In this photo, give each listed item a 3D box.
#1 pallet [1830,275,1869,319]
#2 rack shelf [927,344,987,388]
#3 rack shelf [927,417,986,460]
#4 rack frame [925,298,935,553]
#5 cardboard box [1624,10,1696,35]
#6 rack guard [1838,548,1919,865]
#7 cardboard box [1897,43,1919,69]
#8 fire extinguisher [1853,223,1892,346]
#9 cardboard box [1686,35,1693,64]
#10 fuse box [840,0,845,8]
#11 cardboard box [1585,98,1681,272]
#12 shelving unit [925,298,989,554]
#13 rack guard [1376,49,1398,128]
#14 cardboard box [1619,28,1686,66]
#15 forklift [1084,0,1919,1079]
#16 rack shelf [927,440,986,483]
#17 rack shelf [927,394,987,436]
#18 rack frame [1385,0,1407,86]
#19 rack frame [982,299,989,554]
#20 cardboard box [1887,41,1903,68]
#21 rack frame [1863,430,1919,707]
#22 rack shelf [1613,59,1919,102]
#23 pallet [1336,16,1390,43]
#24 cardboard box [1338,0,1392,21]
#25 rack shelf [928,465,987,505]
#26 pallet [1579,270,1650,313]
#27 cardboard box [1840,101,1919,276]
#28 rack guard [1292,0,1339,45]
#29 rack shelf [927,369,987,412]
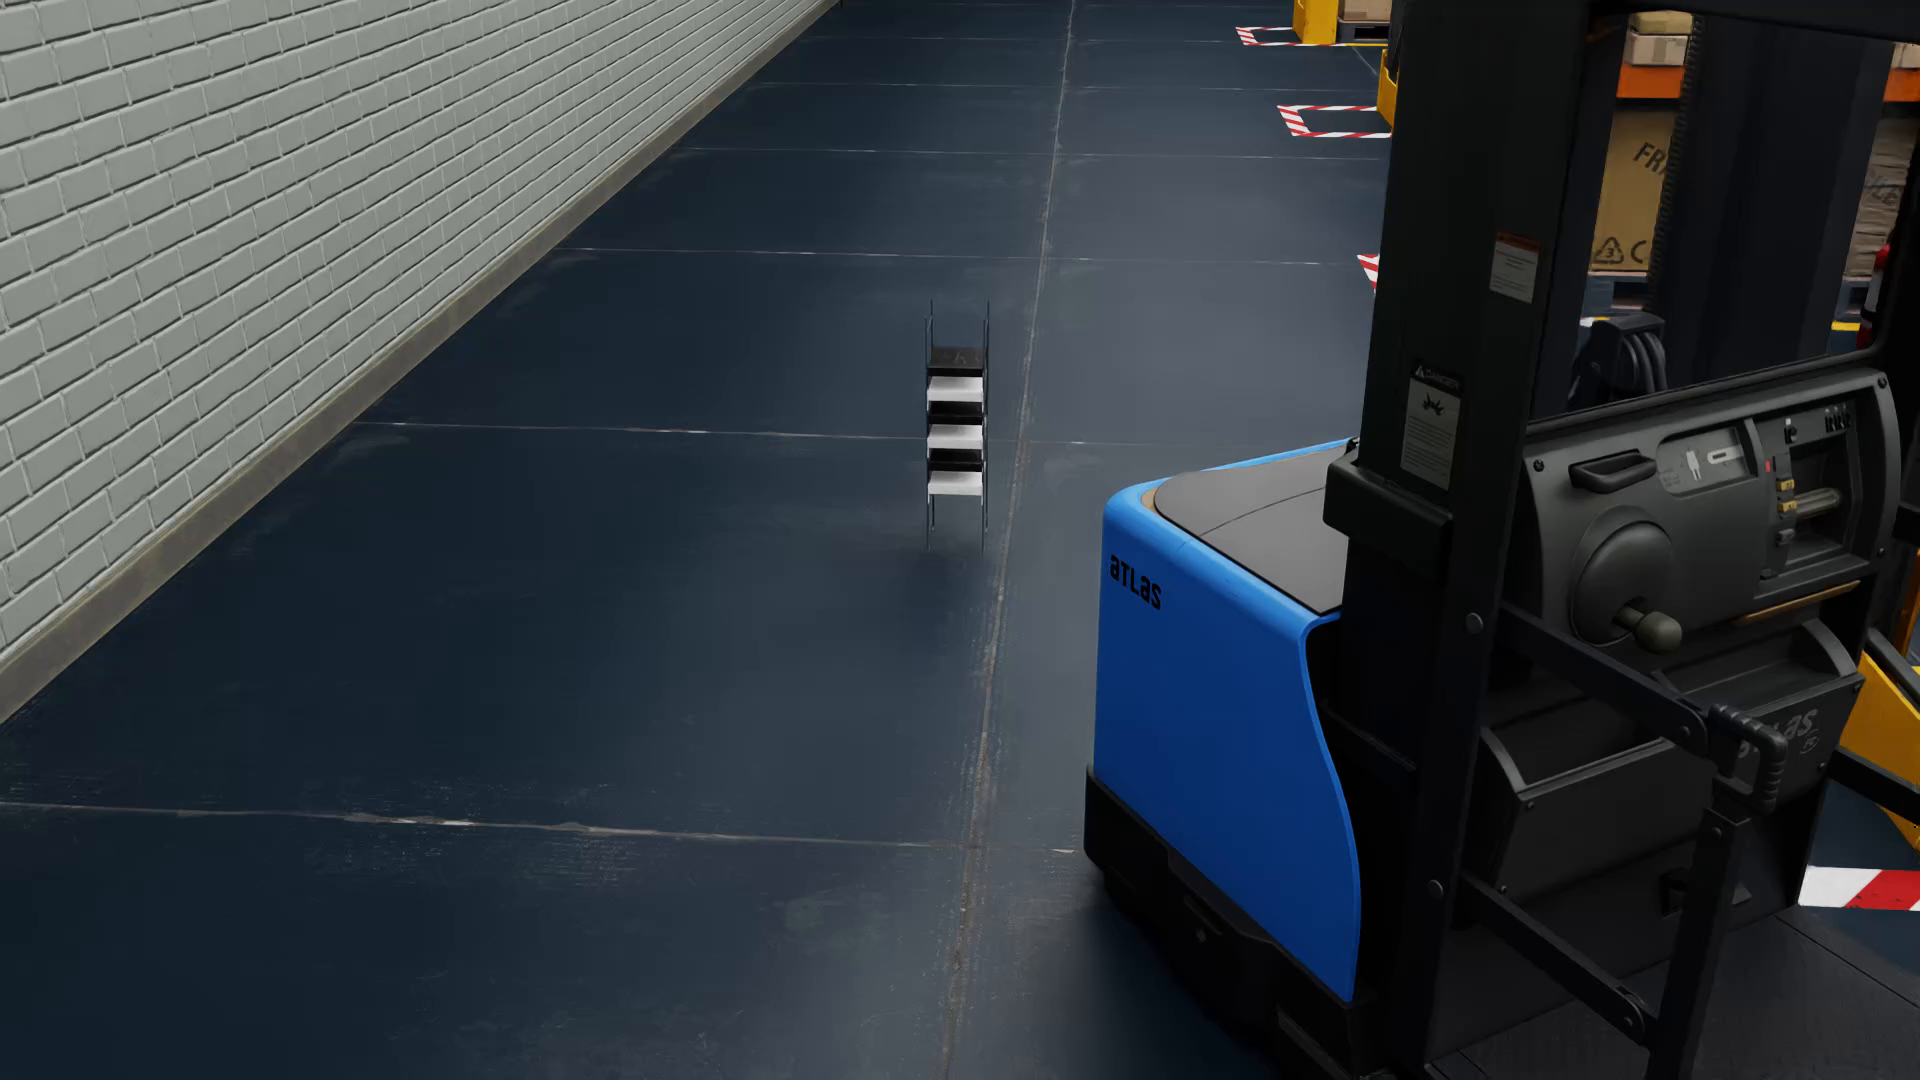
[{"bbox_3d":[5.161,-1.462,9.176,1.213,0.211,1.003,2,25,4],"label":"pallet"},{"bbox_3d":[-0.008,-0.624,5.964,0.200,0.077,0.258,2,25,4],"label":"rack shelf"},{"bbox_3d":[-0.008,-0.379,6.076,0.200,0.077,0.258,2,25,4],"label":"rack shelf"},{"bbox_3d":[-0.109,-0.412,6.070,0.006,0.900,0.240,2,25,4],"label":"rack frame"},{"bbox_3d":[3.602,-2.701,8.356,0.500,0.250,0.500,1,25,3],"label":"cardboard box"},{"bbox_3d":[2.740,0.442,4.691,0.348,0.500,1.175,2,25,4],"label":"rack guard"},{"bbox_3d":[4.755,-2.459,8.306,0.250,0.149,0.380,2,25,3],"label":"cardboard box"},{"bbox_3d":[2.649,-0.688,4.695,0.183,0.674,0.296,2,25,4],"label":"fire extinguisher"},{"bbox_3d":[3.729,-2.492,8.377,0.250,0.149,0.380,1,25,3],"label":"cardboard box"},{"bbox_3d":[-1.415,-7.349,20.174,0.414,1.711,0.539,2,25,4],"label":"fuse box"},{"bbox_3d":[3.788,-2.001,9.049,0.875,0.875,0.875,2,25,4],"label":"cardboard box"},{"bbox_3d":[-0.008,-0.409,6.062,0.210,0.900,0.258,2,25,4],"label":"shelving unit"},{"bbox_3d":[3.700,-3.688,13.667,0.348,0.500,1.175,2,25,4],"label":"rack guard"},{"bbox_3d":[3.473,-2.499,8.394,0.250,0.149,0.380,2,25,5],"label":"cardboard box"},{"bbox_3d":[1.461,-0.027,2.801,1.130,2.935,3.031,-13,28,-25],"label":"forklift"},{"bbox_3d":[-0.008,-0.297,6.114,0.200,0.077,0.258,2,25,4],"label":"rack shelf"},{"bbox_3d":[-0.008,-0.461,6.039,0.200,0.077,0.258,2,25,4],"label":"rack shelf"},{"bbox_3d":[3.625,-4.826,13.150,0.127,3.000,1.000,2,25,4],"label":"rack frame"},{"bbox_3d":[0.093,-0.406,6.055,0.006,0.900,0.240,2,25,4],"label":"rack frame"},{"bbox_3d":[4.498,-2.467,8.324,0.250,0.149,0.380,1,25,3],"label":"cardboard box"},{"bbox_3d":[2.765,-0.698,4.178,0.127,3.000,1.000,2,25,4],"label":"rack frame"},{"bbox_3d":[5.138,-2.371,8.676,4.000,0.370,1.077,2,25,4],"label":"rack shelf"},{"bbox_3d":[4.706,-5.633,18.239,1.213,0.211,1.003,2,25,4],"label":"pallet"},{"bbox_3d":[4.569,-5.940,18.133,0.875,0.438,0.875,1,25,2],"label":"cardboard box"},{"bbox_3d":[-0.008,-0.215,6.152,0.200,0.077,0.258,2,25,4],"label":"rack shelf"},{"bbox_3d":[3.947,-1.502,9.263,1.213,0.211,1.003,2,25,4],"label":"pallet"},{"bbox_3d":[4.696,-1.972,8.986,0.875,0.875,0.875,2,25,4],"label":"cardboard box"},{"bbox_3d":[3.879,-5.758,18.165,0.348,0.500,1.175,2,25,4],"label":"rack guard"},{"bbox_3d":[-0.008,-0.542,6.001,0.200,0.077,0.258,2,25,4],"label":"rack shelf"}]
